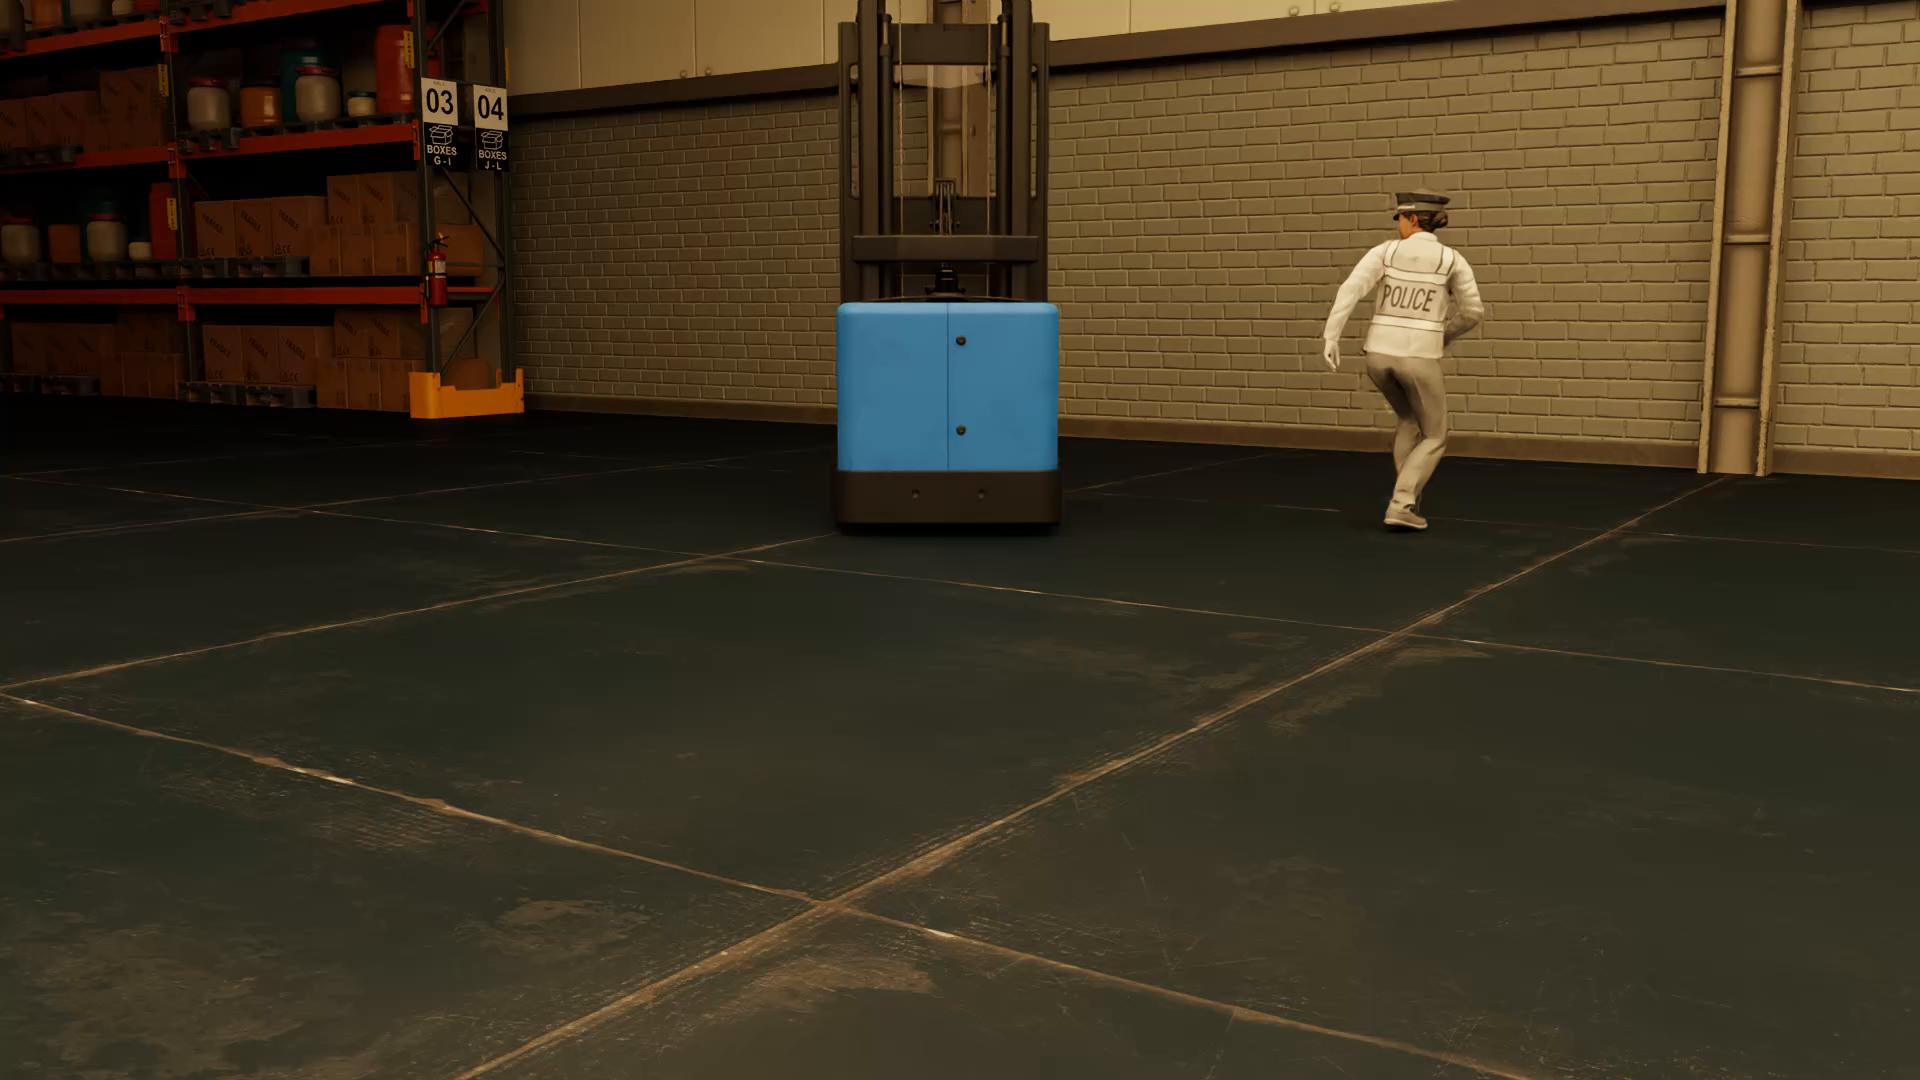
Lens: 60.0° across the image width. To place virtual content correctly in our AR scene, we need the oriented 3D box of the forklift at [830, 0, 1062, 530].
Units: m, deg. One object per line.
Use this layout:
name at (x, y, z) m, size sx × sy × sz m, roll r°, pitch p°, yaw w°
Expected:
forklift at (-0.091, -1.670, 8.937) m, size 1.130 × 2.935 × 3.031 m, roll 0°, pitch 8°, yaw -1°

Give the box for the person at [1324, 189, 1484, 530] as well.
person at (2.130, -0.821, 7.904) m, size 0.577 × 1.666 × 0.734 m, roll 7°, pitch 11°, yaw 41°
